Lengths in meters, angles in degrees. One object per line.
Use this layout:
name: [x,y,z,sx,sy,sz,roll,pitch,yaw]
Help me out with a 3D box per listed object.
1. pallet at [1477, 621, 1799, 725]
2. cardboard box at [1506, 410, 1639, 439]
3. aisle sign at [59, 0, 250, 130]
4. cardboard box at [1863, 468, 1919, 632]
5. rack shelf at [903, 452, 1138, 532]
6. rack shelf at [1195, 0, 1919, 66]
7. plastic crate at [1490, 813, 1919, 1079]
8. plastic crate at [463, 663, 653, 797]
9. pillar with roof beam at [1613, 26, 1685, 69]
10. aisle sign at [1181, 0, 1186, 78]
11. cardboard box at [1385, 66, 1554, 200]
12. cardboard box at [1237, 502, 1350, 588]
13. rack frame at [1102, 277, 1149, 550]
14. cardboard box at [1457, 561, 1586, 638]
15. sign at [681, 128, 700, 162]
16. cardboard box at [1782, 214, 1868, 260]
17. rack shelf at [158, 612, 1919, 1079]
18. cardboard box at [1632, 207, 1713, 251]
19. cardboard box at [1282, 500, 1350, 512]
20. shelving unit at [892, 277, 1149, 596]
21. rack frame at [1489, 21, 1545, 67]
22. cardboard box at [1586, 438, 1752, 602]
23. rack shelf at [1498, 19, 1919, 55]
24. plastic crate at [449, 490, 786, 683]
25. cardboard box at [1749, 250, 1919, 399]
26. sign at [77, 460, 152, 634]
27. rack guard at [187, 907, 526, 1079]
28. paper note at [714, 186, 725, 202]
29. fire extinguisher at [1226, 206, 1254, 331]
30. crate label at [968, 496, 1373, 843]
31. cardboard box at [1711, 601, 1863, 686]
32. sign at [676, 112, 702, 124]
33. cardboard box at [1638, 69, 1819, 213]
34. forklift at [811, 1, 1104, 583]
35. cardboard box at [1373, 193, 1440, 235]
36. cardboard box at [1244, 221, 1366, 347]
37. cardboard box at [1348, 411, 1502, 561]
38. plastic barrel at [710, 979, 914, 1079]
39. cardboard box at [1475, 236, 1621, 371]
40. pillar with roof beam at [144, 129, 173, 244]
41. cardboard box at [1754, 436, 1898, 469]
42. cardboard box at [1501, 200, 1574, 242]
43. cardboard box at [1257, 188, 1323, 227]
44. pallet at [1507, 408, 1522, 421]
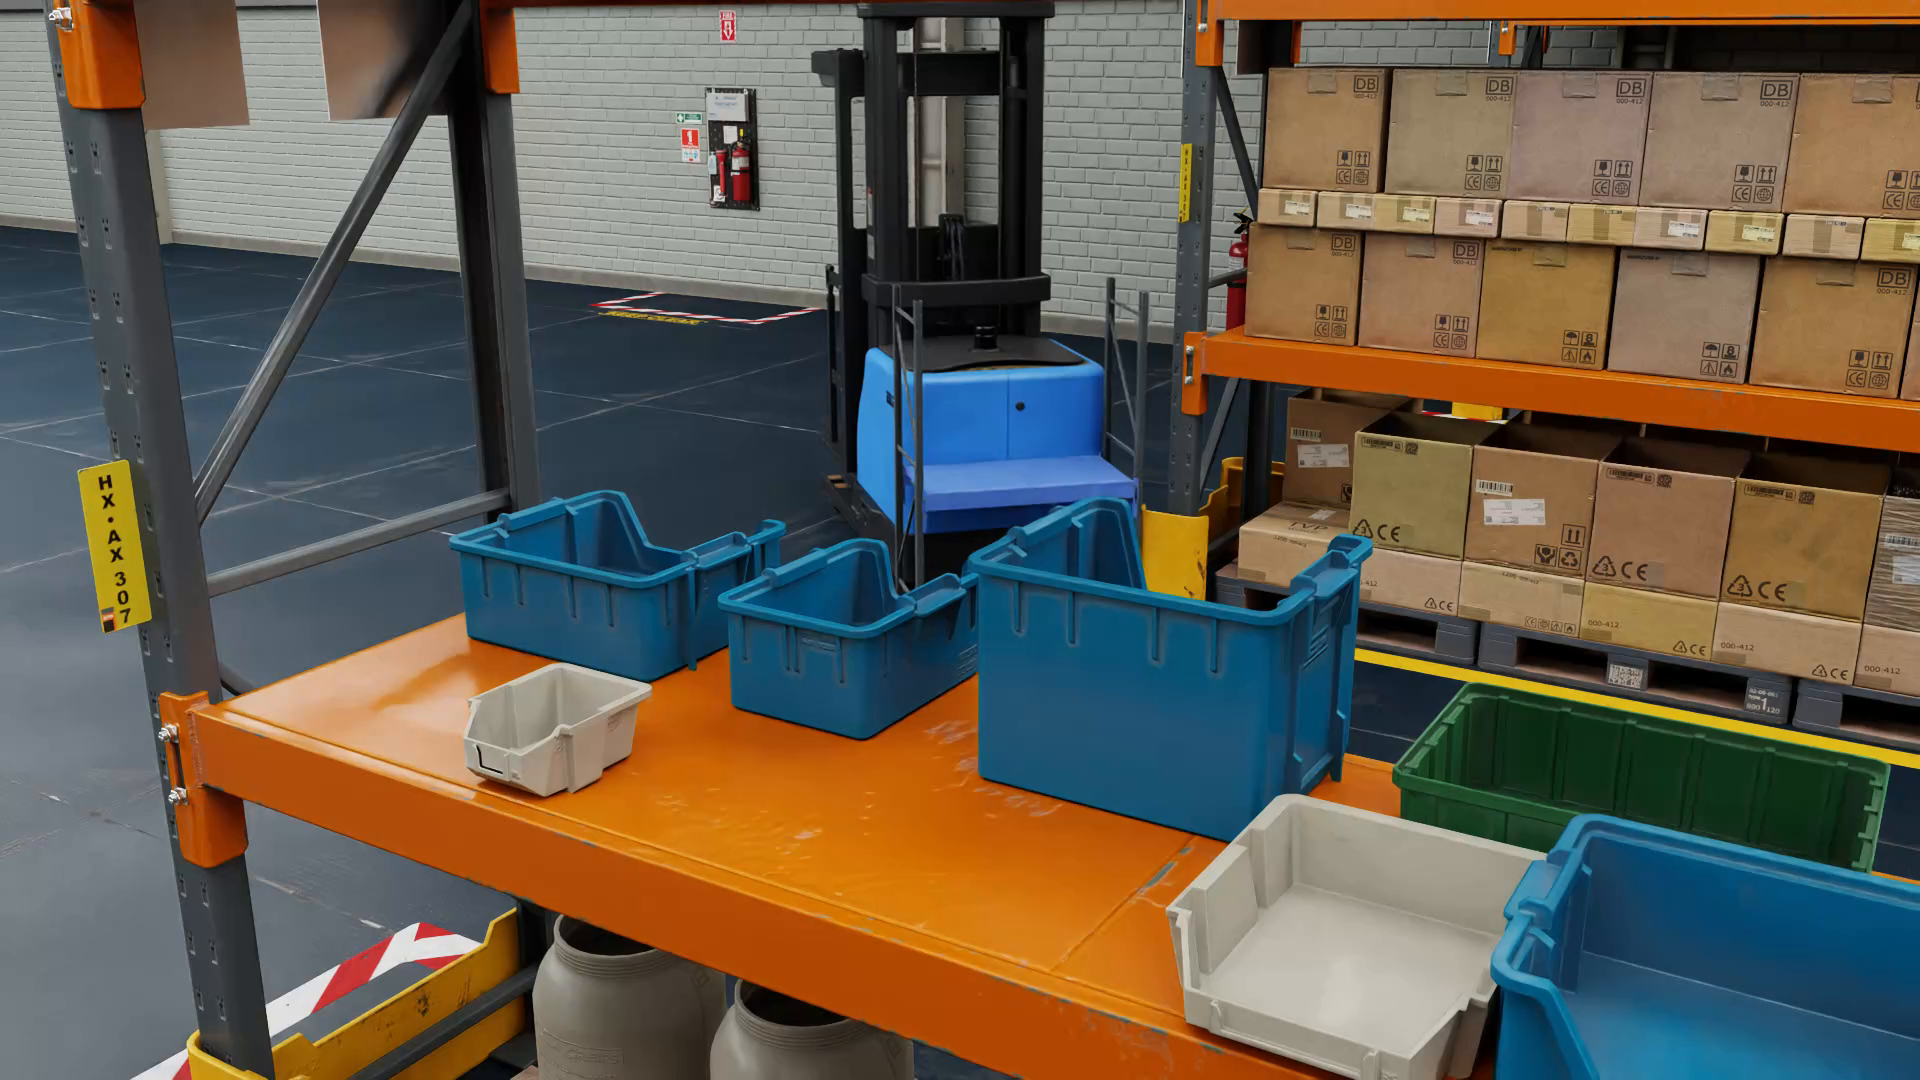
pallet: [2.971,0.410,7.169,1.213,0.211,1.003,10,20,30]
cardboard box: [2.734,-0.304,7.439,0.500,0.500,0.500,10,20,30]
aisle sign: [-1.548,-1.172,3.106,0.004,0.787,0.394,10,20,30]
cardboard box: [3.741,0.053,6.264,0.500,0.500,0.500,10,20,30]
rack shelf: [0.261,-0.229,7.672,1.000,0.185,0.538,-4,17,-13]
rack shelf: [2.966,-2.003,6.391,4.000,0.370,1.077,10,20,30]
plastic crate: [0.990,0.589,2.038,0.616,0.251,0.499,10,20,30]
plastic crate: [-0.739,0.352,3.015,0.250,0.136,0.298,10,20,30]
pillar with roof beam: [2.647,-4.356,7.737,0.400,9.000,9.100,10,20,30]
aisle sign: [1.046,-2.394,7.129,0.004,0.787,0.394,10,20,30]
cardboard box: [2.149,-1.724,6.991,0.500,0.500,0.700,10,19,29]
cardboard box: [1.602,0.035,7.613,0.500,0.250,0.500,10,20,30]
rack frame: [0.755,-0.436,7.733,0.032,1.500,0.500,-4,17,-13]
cardboard box: [2.456,0.187,7.114,0.500,0.250,0.500,10,20,30]
sign: [-2.715,-3.976,16.748,0.234,0.329,0.001,10,20,30]
cardboard box: [3.245,-1.148,6.211,0.250,0.149,0.380,11,20,32]
rack shelf: [0.371,0.659,2.790,4.000,0.370,1.077,10,20,30]
cardboard box: [2.793,-1.227,6.473,0.250,0.149,0.380,10,20,31]
cardboard box: [1.873,-0.093,8.035,0.500,0.250,0.500,10,20,30]
shelving unit: [0.261,-0.401,7.619,1.048,1.500,0.538,-4,17,-13]
rack frame: [3.851,-2.444,11.765,0.127,3.000,1.000,10,20,30]
cardboard box: [2.879,-0.095,6.750,0.500,0.500,0.500,10,20,30]
rack shelf: [5.555,-3.230,10.432,4.000,0.370,1.077,10,20,30]
plastic crate: [-0.750,0.083,3.702,0.616,0.251,0.499,10,20,30]
cardboard box: [3.411,-0.877,6.437,0.500,0.500,0.700,10,20,31]
sign: [-1.625,0.013,3.200,0.005,0.325,0.100,10,20,30]
rack guard: [-1.244,1.206,4.051,0.348,0.500,1.175,10,20,30]
paper note: [-2.413,-3.472,16.665,0.142,0.148,0.016,10,20,30]
fire extinguisher: [1.404,-1.312,8.173,0.183,0.674,0.296,10,20,30]
crate label: [0.376,0.206,2.981,0.616,0.435,0.502,10,20,30]
cardboard box: [3.306,0.340,6.610,0.500,0.250,0.500,10,20,30]
sign: [-2.716,-4.227,16.662,0.331,0.109,0.001,10,20,30]
cardboard box: [3.006,-1.571,6.489,0.500,0.500,0.700,10,20,30]
forklift: [-0.172,-1.584,9.052,1.130,2.935,3.031,-5,17,-15]
cardboard box: [1.922,-1.384,6.987,0.250,0.149,0.380,10,20,30]
cardboard box: [1.653,-1.190,7.465,0.500,0.500,0.700,10,20,30]
cardboard box: [2.029,-0.248,7.255,0.500,0.500,0.500,10,20,30]
plastic barrel: [-0.306,1.157,3.469,0.421,0.512,0.421,0,17,0]
cardboard box: [2.523,-1.034,6.953,0.500,0.500,0.700,10,20,30]
pillar with roof beam: [-12.691,-7.094,16.751,0.400,9.000,9.100,10,20,30]
cardboard box: [3.587,-0.152,6.939,0.500,0.500,0.500,10,20,30]
cardboard box: [2.364,-1.305,6.727,0.250,0.149,0.380,9,19,28]
cardboard box: [1.484,-1.461,7.243,0.250,0.149,0.380,10,20,30]
pallet: [4.590,-0.965,11.696,1.213,0.211,1.003,10,20,30]
